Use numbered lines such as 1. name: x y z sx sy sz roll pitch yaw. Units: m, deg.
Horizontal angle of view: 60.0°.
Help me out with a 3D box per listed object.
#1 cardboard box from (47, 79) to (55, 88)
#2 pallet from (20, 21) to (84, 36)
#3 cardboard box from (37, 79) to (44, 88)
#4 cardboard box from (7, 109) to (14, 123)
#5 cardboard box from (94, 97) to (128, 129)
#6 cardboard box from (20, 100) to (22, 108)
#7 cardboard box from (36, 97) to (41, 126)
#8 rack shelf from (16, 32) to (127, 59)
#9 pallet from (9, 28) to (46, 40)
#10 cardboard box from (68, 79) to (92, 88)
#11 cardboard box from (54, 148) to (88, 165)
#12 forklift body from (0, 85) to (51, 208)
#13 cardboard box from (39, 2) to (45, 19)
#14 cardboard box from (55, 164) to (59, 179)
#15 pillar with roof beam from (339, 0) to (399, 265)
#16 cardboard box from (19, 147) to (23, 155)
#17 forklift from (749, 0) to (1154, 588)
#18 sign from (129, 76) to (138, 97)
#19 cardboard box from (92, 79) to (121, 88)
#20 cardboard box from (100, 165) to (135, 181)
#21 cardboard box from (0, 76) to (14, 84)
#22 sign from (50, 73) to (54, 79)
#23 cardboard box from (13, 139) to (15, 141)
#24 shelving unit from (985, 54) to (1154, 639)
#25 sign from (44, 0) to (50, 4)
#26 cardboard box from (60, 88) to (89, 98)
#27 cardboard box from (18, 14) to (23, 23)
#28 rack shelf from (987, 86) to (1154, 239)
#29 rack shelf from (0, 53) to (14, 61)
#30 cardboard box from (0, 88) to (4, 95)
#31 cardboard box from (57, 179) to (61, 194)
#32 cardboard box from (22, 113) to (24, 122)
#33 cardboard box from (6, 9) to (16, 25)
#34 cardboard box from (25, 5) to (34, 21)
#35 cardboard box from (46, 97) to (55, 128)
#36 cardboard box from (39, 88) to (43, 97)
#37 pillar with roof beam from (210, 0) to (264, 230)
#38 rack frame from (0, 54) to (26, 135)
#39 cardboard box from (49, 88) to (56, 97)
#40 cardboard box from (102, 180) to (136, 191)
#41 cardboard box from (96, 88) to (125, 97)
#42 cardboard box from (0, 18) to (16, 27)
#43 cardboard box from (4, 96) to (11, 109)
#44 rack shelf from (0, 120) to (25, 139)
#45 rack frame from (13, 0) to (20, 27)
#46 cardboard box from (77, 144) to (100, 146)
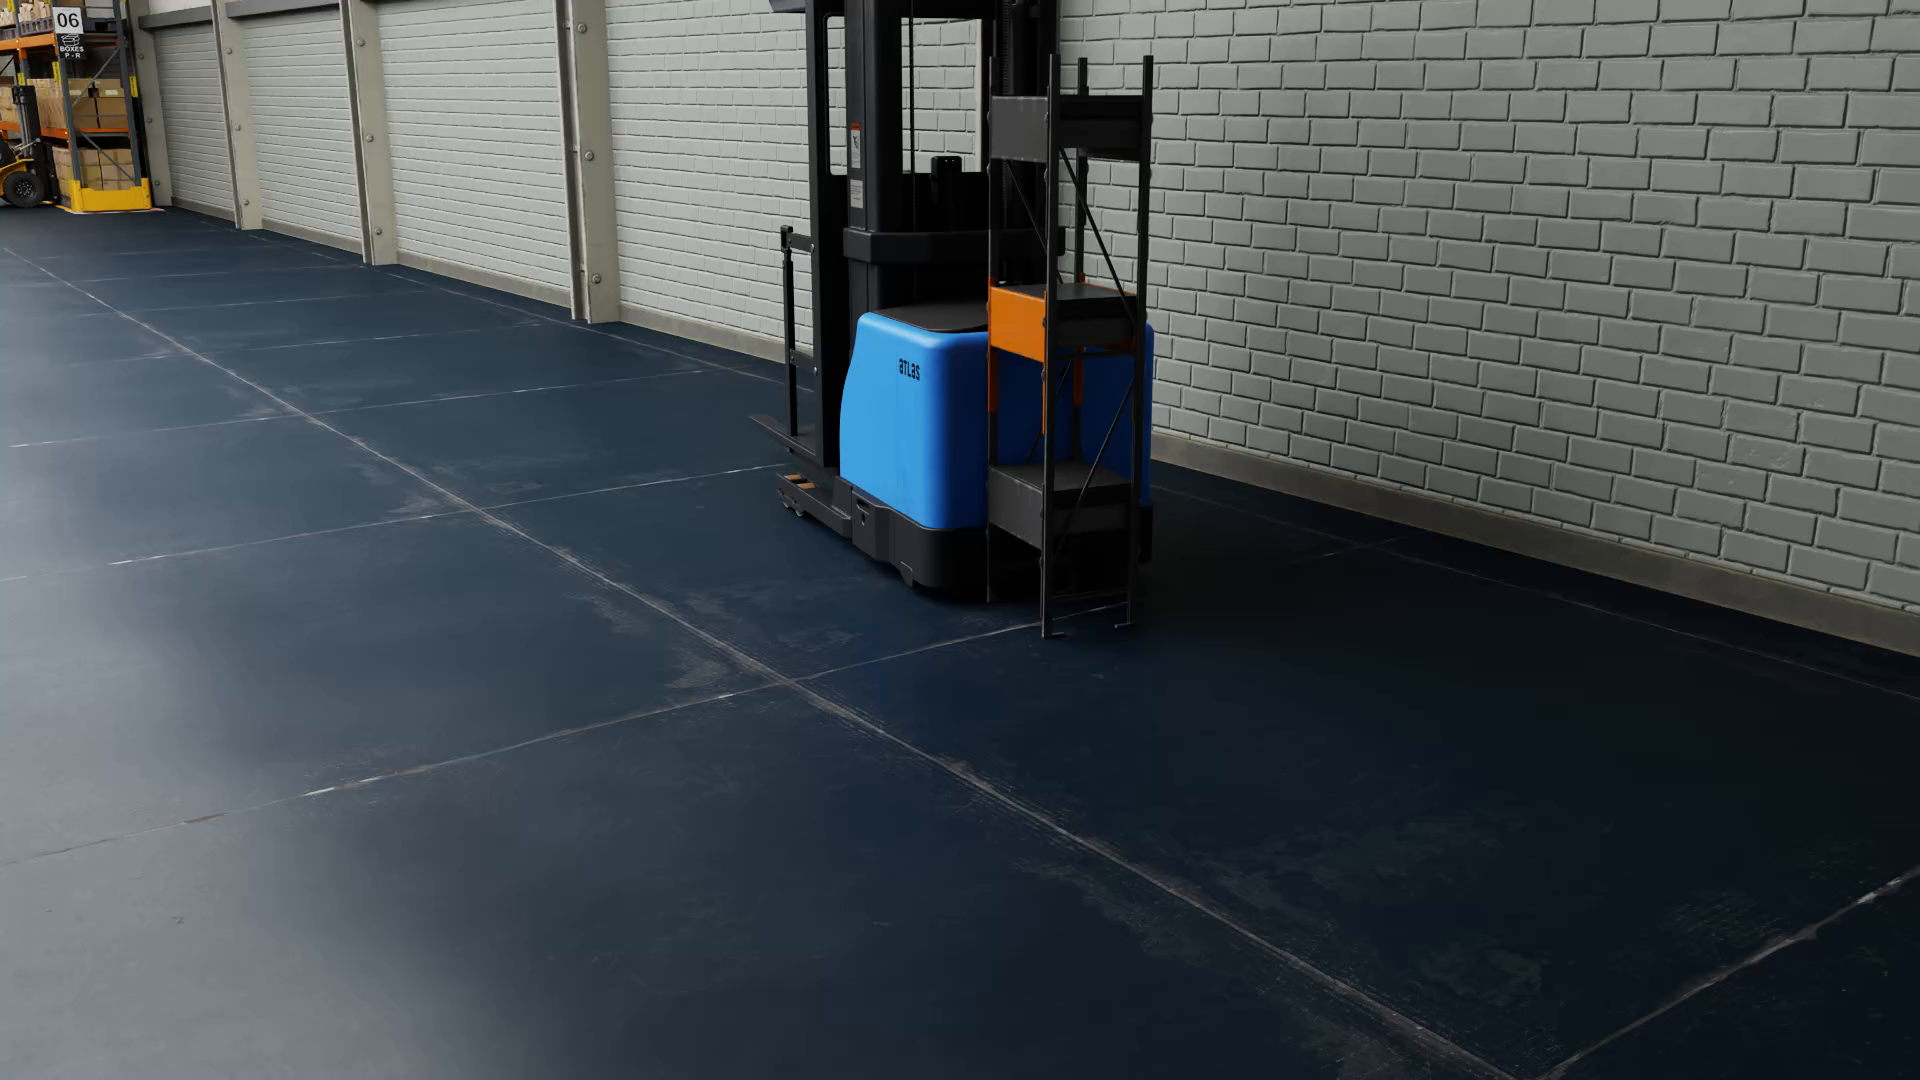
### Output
1. cardboard box: -15.163 -7.699 28.041 0.380 0.149 0.250 -10 18 -33
2. pallet: -15.936 -9.028 29.365 1.003 0.211 1.213 -11 19 -35
3. cardboard box: -15.885 -7.975 29.052 0.380 0.149 0.250 -11 19 -35
4. cardboard box: -18.147 -8.234 32.262 0.500 0.250 0.500 -12 19 -36
5. cardboard box: -14.174 -7.145 27.810 0.500 0.500 0.500 -10 18 -33
6. cardboard box: -17.263 -8.145 30.989 0.500 0.250 0.500 -11 19 -36
7. cardboard box: -16.089 -7.606 29.495 0.500 0.500 0.500 -10 18 -34
8. rack shelf: -15.283 -8.475 28.538 1.077 0.370 4.000 -11 19 -35
9. pallet: -16.988 -9.343 30.710 0.805 0.209 1.217 -12 19 -37
10. cardboard box: -14.488 -7.496 27.301 0.380 0.149 0.250 -11 19 -34
11. cardboard box: -14.935 -6.464 28.032 0.500 0.250 0.500 -10 18 -34
12. forklift body: -16.698 -6.660 27.836 2.313 2.155 1.214 -11 19 -35
13. cardboard box: -14.989 -8.765 27.504 0.396 0.266 0.258 -11 19 -34
14. cardboard box: -15.253 -6.336 28.511 0.500 0.250 0.500 -11 19 -36
15. pillar with roof beam: -10.214 -6.899 15.738 9.100 9.000 0.400 -11 19 -35
16. cardboard box: -17.668 -7.296 32.254 0.875 0.625 0.625 -12 19 -37
17. forklift: -0.253 -1.564 7.738 1.130 2.935 3.031 -7 17 -23
18. sign: -13.654 -7.488 27.464 0.100 0.325 0.005 -11 19 -35
19. cardboard box: -14.132 -7.557 27.524 0.380 0.149 0.250 -11 19 -36
20. cardboard box: -14.215 -6.198 28.005 0.500 0.250 0.500 -10 18 -34
21. cardboard box: -21.823 -10.302 37.836 0.500 0.500 0.500 -11 19 -36
22. sign: -18.364 -9.301 33.685 0.100 0.325 0.005 -11 19 -35
23. cardboard box: -20.554 -8.731 36.504 0.380 0.149 0.250 -11 19 -35
24. shelving unit: 0.394 -0.724 6.244 0.431 2.100 0.503 -7 17 -23
25. sign: -14.554 -8.702 26.480 0.100 0.325 0.005 -11 19 -35
26. cardboard box: -14.537 -7.339 27.292 0.380 0.149 0.250 -11 19 -34
27. cardboard box: -16.441 -9.235 29.446 0.380 0.149 0.250 -10 18 -33
28. rack shelf: 0.394 -1.386 6.062 0.431 0.518 0.480 -7 17 -23
29. rack shelf: -22.339 -11.037 37.901 1.077 0.370 4.000 -11 19 -35
30. cardboard box: -18.704 -8.847 32.798 0.380 0.149 0.250 -10 18 -33
31. cardboard box: -15.210 -6.091 28.563 0.500 0.250 0.500 -11 19 -34
32. cardboard box: -17.267 -7.903 31.053 0.500 0.250 0.500 -11 19 -35
33. cardboard box: -17.081 -9.573 30.373 0.500 0.311 0.500 -12 19 -36
34. cardboard box: -15.832 -9.071 28.623 0.396 0.266 0.258 -11 19 -36
35. cardboard box: -15.208 -7.282 28.310 0.500 0.500 0.500 -11 19 -36
36. cardboard box: -15.755 -7.776 28.888 0.380 0.149 0.250 -12 19 -36
37. pillar with roof beam: -13.742 -8.181 20.419 9.100 9.000 0.400 -11 19 -35
38. rack frame: -21.163 -9.510 36.641 1.000 3.000 0.127 -11 19 -35
39. cardboard box: -15.146 -7.559 28.093 0.380 0.149 0.250 -12 19 -36
40. cardboard box: -14.238 -5.959 28.081 0.500 0.250 0.500 -11 19 -34
41. cardboard box: -14.097 -7.422 27.592 0.380 0.149 0.250 -11 19 -36
42. cardboard box: -17.804 -9.731 31.256 0.380 0.149 0.250 -11 19 -35
43. cardboard box: -18.161 -8.471 32.180 0.500 0.250 0.500 -11 19 -36
44. rack shelf: -17.635 -7.882 32.055 1.077 0.370 4.000 -11 19 -35
45. rack frame: -16.459 -10.696 29.608 1.000 3.000 0.127 -11 19 -35
46. cardboard box: -15.703 -6.980 29.914 0.500 0.250 0.500 -11 19 -35
